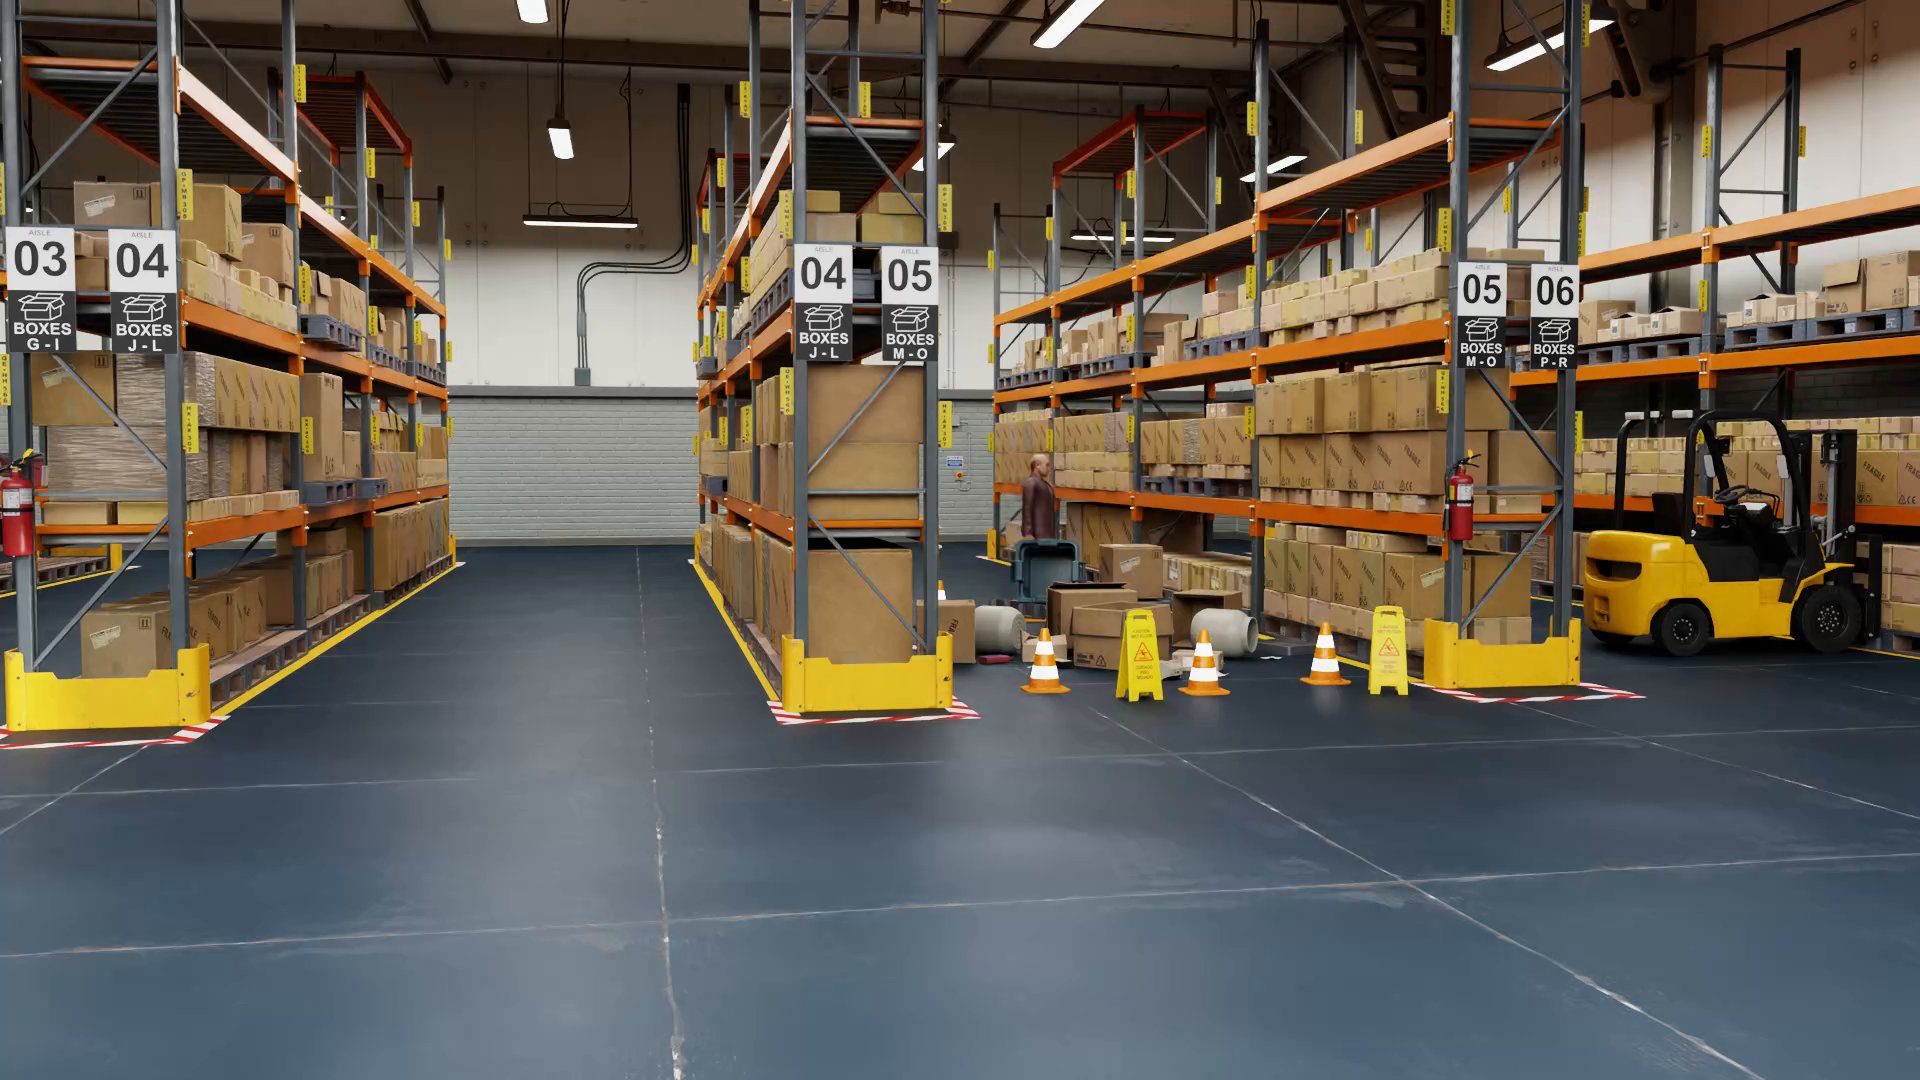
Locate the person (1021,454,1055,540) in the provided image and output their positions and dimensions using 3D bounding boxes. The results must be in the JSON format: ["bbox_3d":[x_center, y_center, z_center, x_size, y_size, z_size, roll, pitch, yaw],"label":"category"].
[{"bbox_3d":[0.962,-0.046,17.928,0.831,1.759,0.634,1,3,16],"label":"person"}]
